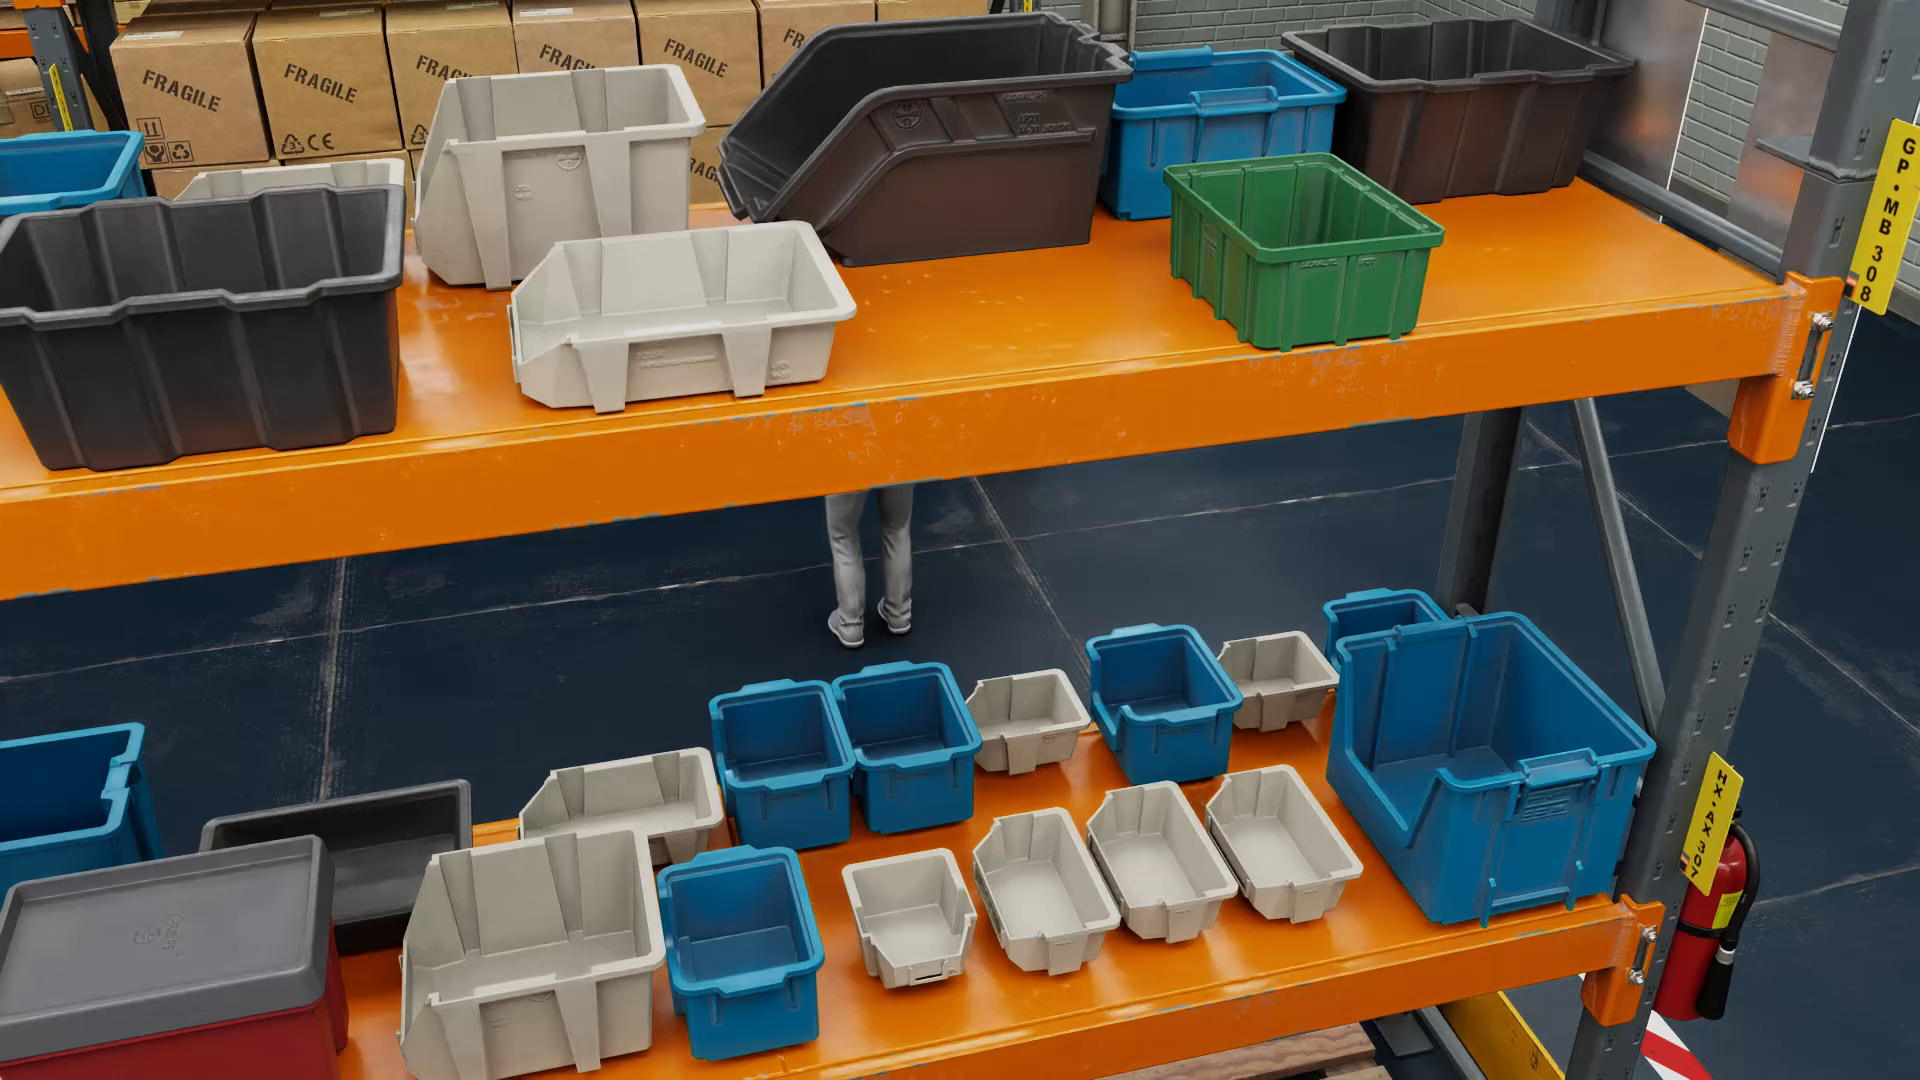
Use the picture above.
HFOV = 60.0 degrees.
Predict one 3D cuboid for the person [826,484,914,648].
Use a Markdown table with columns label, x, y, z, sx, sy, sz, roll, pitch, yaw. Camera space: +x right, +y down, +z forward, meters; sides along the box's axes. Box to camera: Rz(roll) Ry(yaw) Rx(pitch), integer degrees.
| label | x | y | z | sx | sy | sz | roll | pitch | yaw |
| --- | --- | --- | --- | --- | --- | --- | --- | --- | --- |
| person | -0.396 | -0.367 | 6.745 | 0.417 | 1.682 | 0.528 | -8 | 31 | -14 |
